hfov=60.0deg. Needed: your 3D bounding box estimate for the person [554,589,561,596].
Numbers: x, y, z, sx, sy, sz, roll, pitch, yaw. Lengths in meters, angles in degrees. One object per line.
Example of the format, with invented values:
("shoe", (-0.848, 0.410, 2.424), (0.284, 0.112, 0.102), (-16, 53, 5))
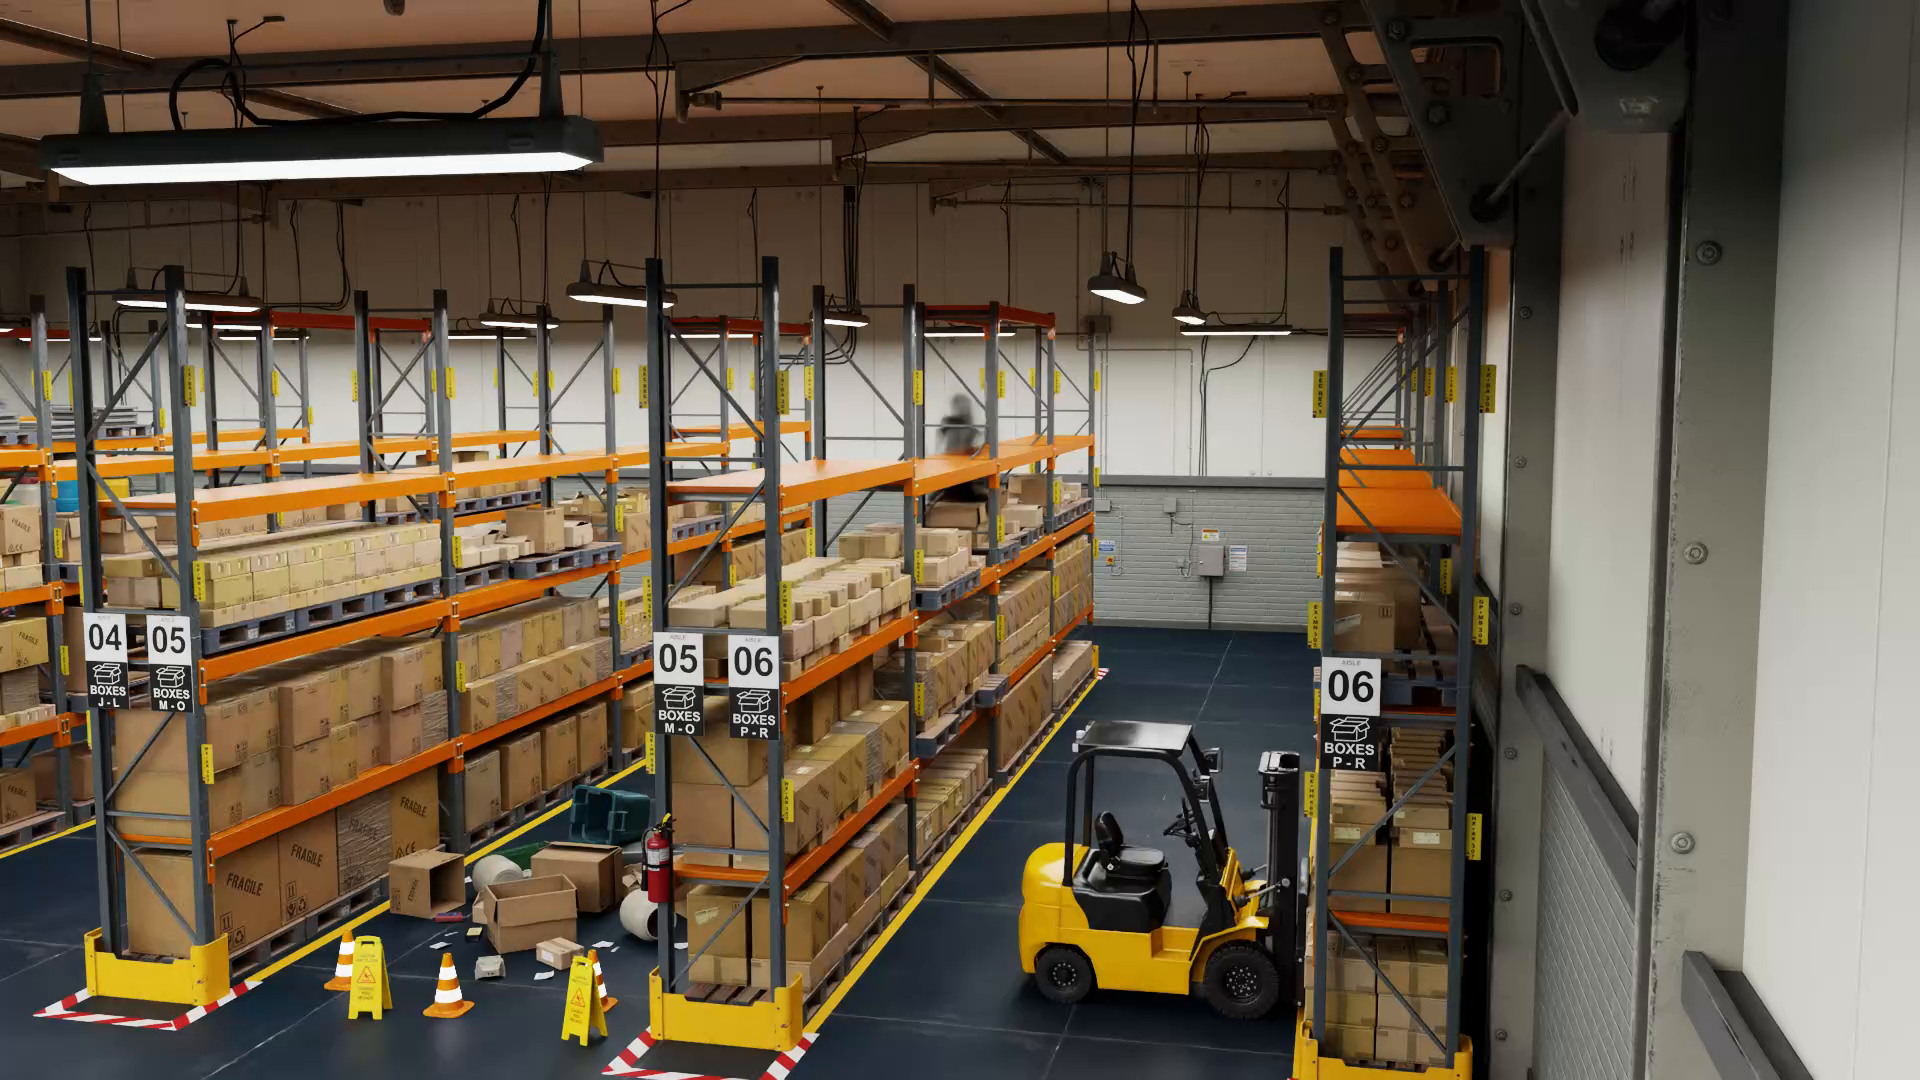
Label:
("person", (-6.748, 1.598, 27.719), (0.542, 1.539, 0.543), (1, 6, 13))
